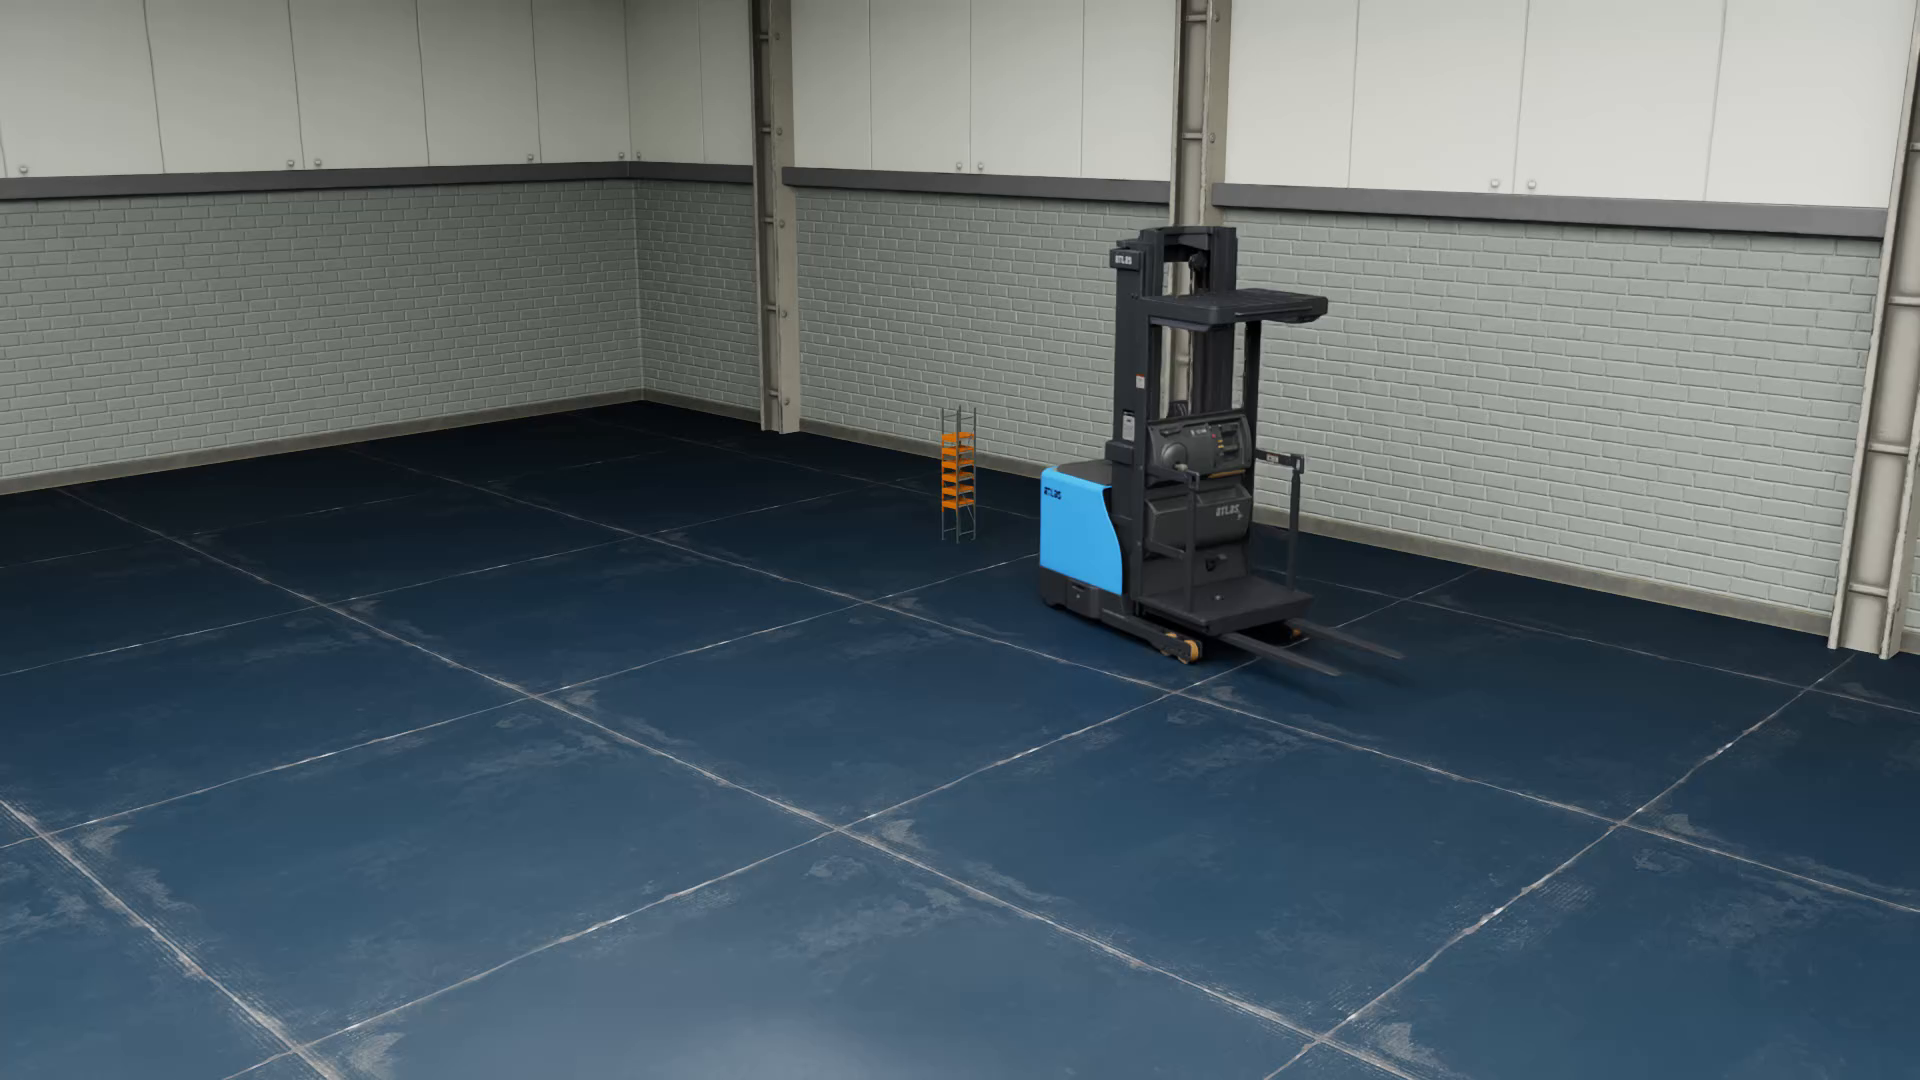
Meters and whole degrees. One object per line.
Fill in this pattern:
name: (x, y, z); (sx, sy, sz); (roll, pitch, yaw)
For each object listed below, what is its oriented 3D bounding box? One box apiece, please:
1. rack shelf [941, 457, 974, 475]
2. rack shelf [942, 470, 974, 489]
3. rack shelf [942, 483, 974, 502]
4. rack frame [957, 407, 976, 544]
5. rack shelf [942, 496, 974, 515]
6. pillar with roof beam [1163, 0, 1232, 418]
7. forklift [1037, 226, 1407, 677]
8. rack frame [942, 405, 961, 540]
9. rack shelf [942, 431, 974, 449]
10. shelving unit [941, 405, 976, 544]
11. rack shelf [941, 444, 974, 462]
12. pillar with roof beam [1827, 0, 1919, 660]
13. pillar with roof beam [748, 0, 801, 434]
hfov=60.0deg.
rack shelf: (-0.010, -0.656, 14.771); (0.180, 0.103, 0.258); (14, 20, 42)
rack shelf: (-0.010, -0.540, 14.802); (0.180, 0.103, 0.258); (14, 20, 42)
rack shelf: (-0.010, -0.424, 14.832); (0.180, 0.103, 0.258); (14, 20, 42)
rack frame: (0.055, -0.567, 14.729); (0.006, 1.200, 0.240); (14, 20, 42)
rack shelf: (-0.010, -0.308, 14.862); (0.180, 0.103, 0.258); (14, 20, 42)
pillar with roof beam: (-0.819, -3.843, 11.834); (0.400, 9.000, 9.100); (14, 20, 42)
forklift: (1.849, -0.692, 11.776); (1.130, 2.935, 3.031); (-10, 17, -33)
rack frame: (-0.076, -0.599, 14.852); (0.006, 1.200, 0.240); (14, 20, 42)
rack shelf: (-0.010, -0.889, 14.711); (0.180, 0.103, 0.258); (14, 20, 42)
shelving unit: (-0.010, -0.583, 14.791); (0.189, 1.200, 0.258); (14, 20, 42)
rack shelf: (-0.010, -0.772, 14.741); (0.180, 0.103, 0.258); (14, 20, 42)
pillar with roof beam: (3.500, -2.793, 7.804); (0.400, 9.000, 9.100); (14, 20, 42)
pillar with roof beam: (-5.139, -4.893, 15.864); (0.400, 9.000, 9.100); (14, 20, 42)
